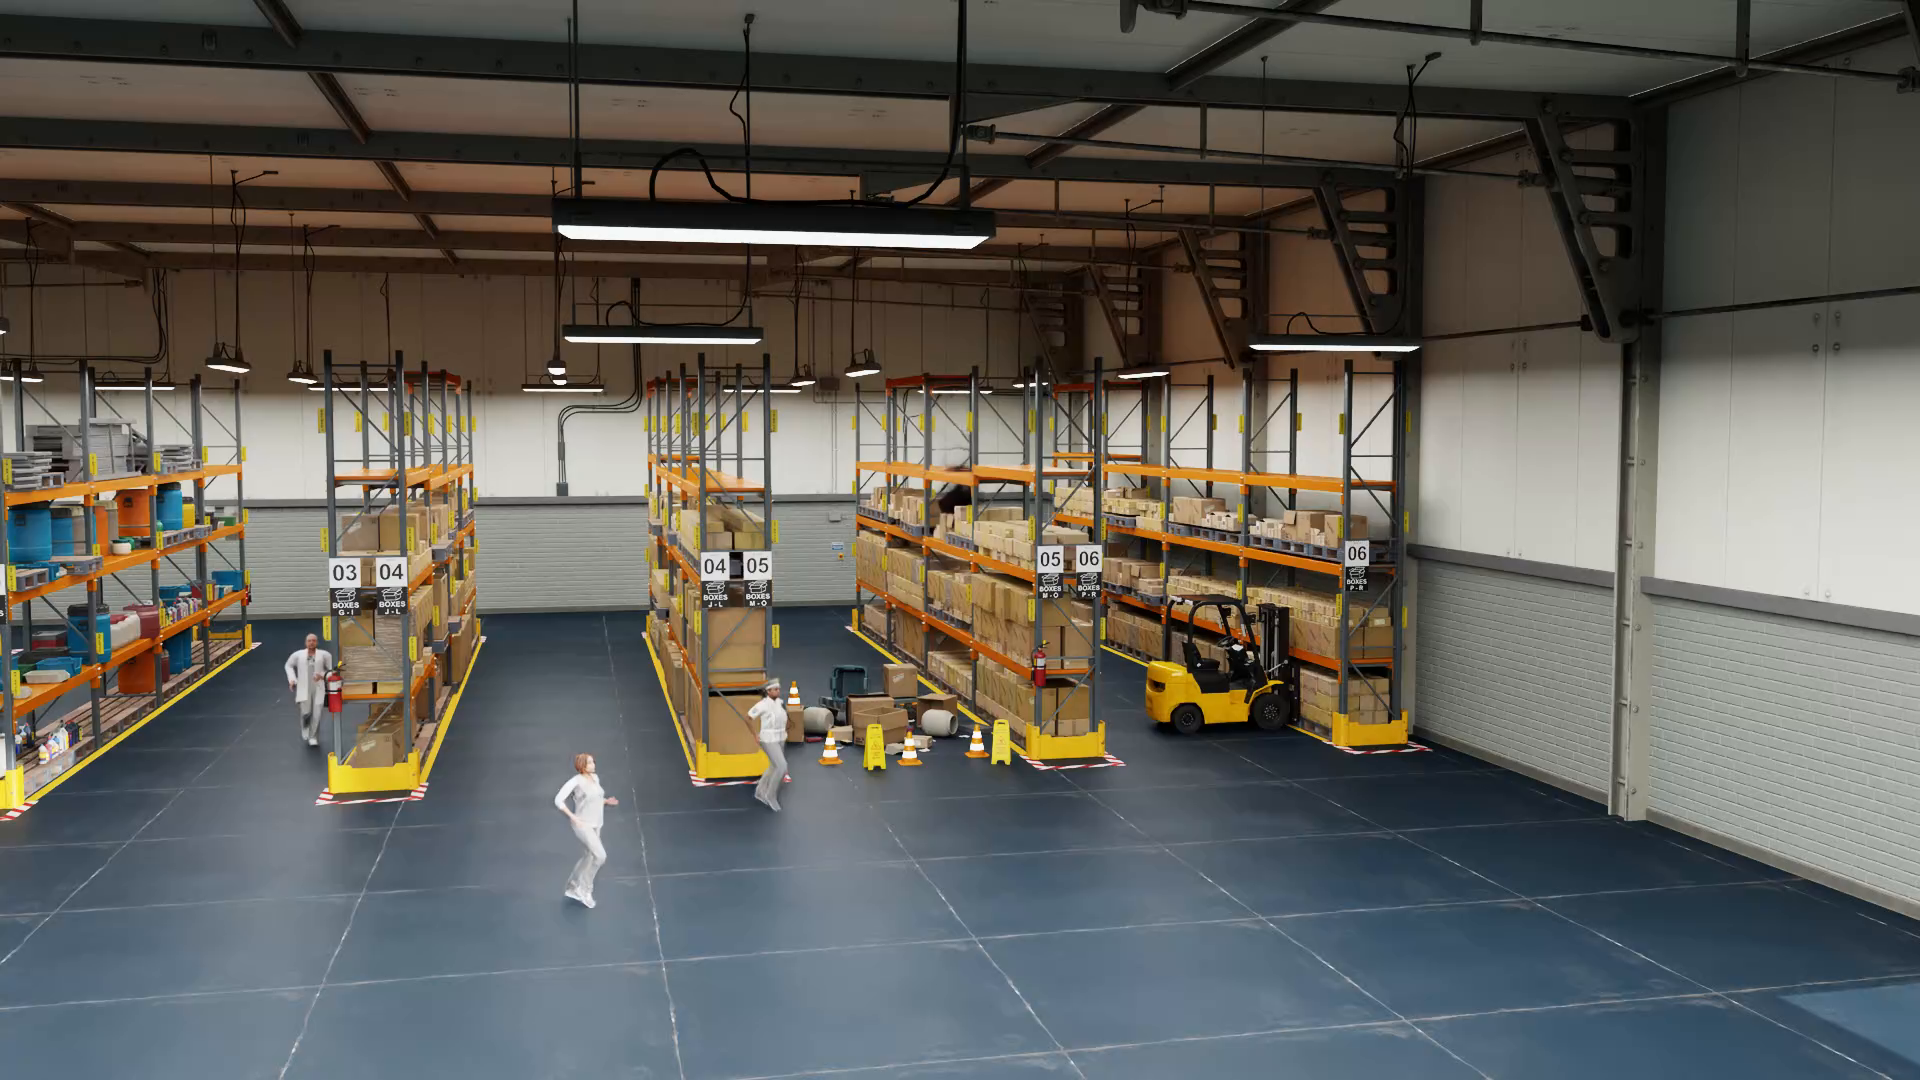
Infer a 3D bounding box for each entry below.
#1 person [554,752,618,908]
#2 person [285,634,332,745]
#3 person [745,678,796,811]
[{"bbox_3d":[-3.854,3.007,17.260,0.635,1.610,0.518,1,4,19],"label":"person"},{"bbox_3d":[-10.085,2.334,25.848,0.714,1.736,0.616,-2,4,-25],"label":"person"},{"bbox_3d":[-2.424,2.656,21.652,0.709,1.732,0.545,2,5,30],"label":"person"}]
